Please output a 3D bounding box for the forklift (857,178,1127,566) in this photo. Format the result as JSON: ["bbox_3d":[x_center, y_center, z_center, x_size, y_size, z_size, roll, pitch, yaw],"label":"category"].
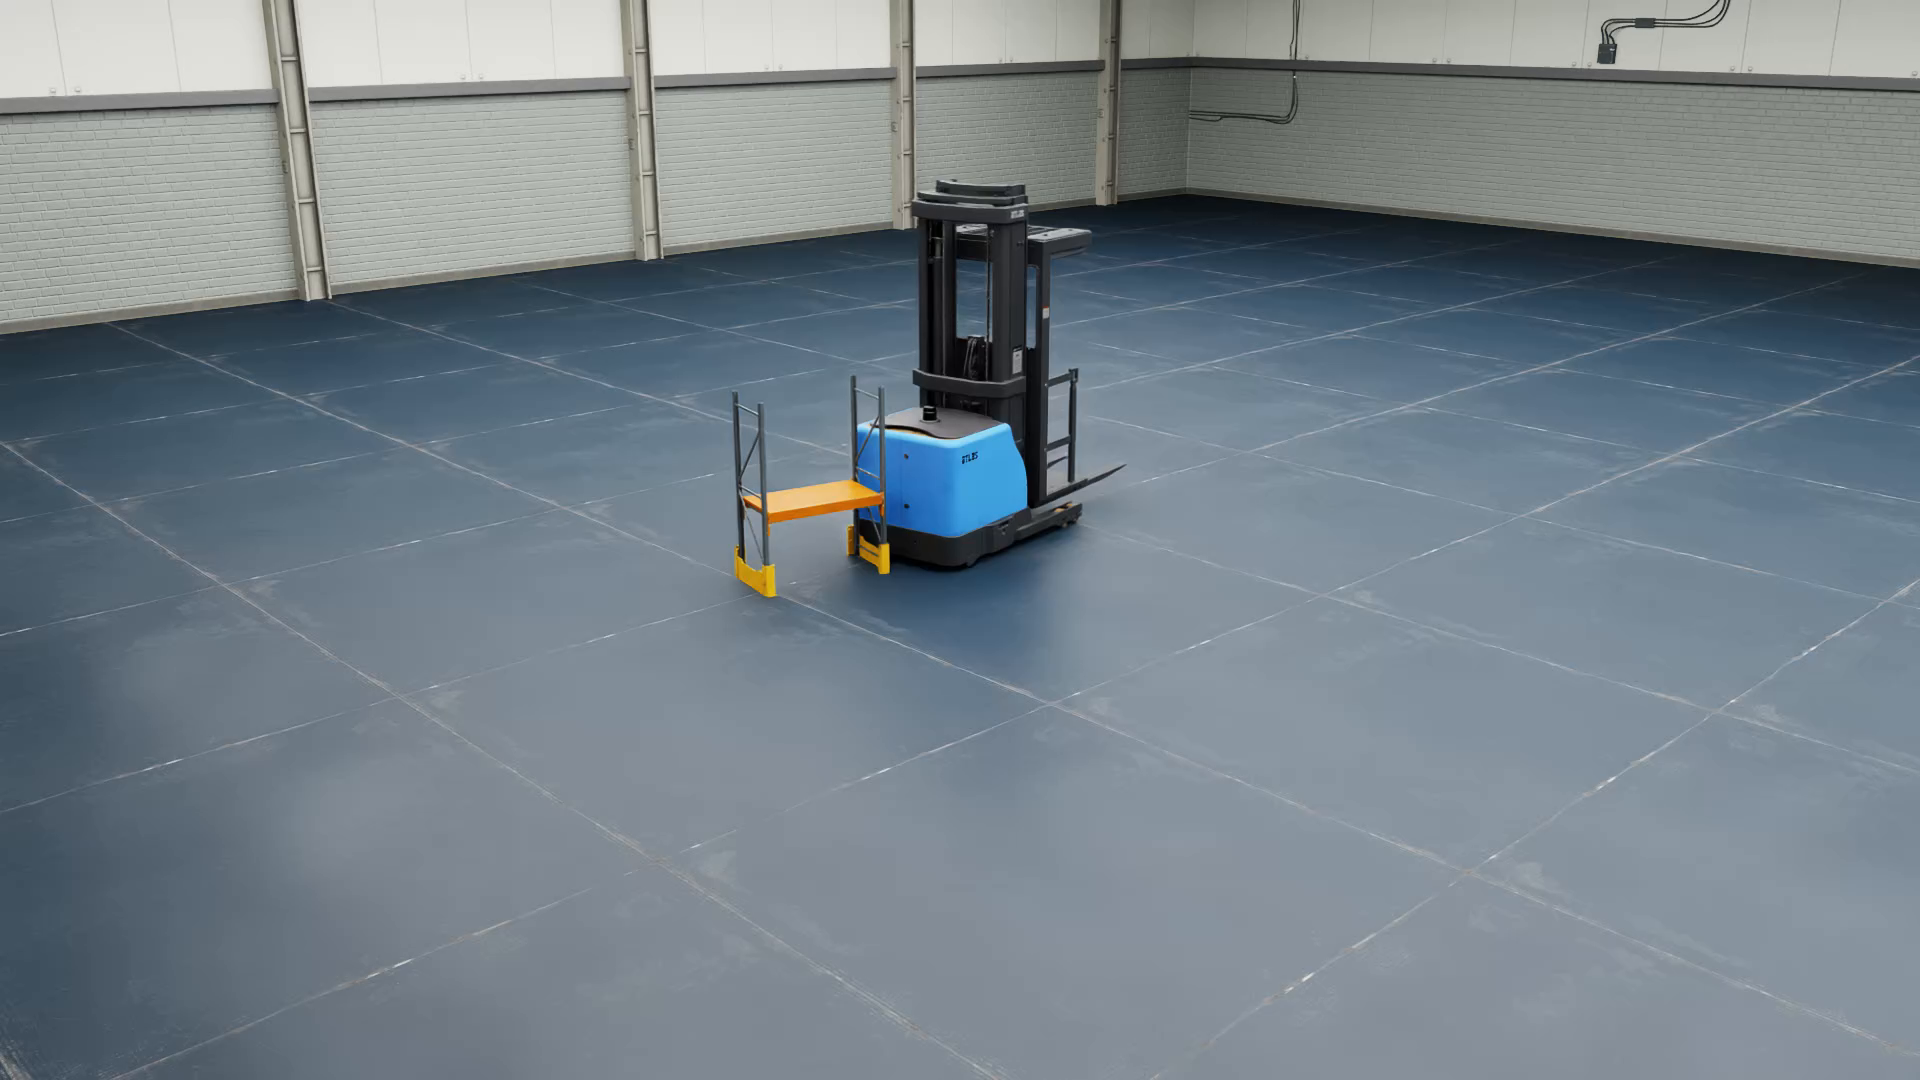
[{"bbox_3d":[0.404,-1.578,14.101,1.130,2.935,3.031,12,22,33],"label":"forklift"}]

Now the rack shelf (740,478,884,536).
[{"bbox_3d":[-1.154,-0.267,12.960,1.000,0.185,0.538,-11,21,-30],"label":"rack shelf"}]

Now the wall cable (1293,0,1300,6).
[{"bbox_3d":[8.163,-12.422,34.554,0.112,2.526,3.097,-16,24,-41],"label":"wall cable"}]

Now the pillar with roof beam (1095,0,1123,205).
[{"bbox_3d":[6.213,-10.811,32.737,0.400,9.000,9.100,-16,24,-41],"label":"pillar with roof beam"}]

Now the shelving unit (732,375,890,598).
[{"bbox_3d":[-1.162,-0.437,12.900,1.083,1.500,0.587,-11,21,-30],"label":"shelving unit"}]

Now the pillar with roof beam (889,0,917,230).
[{"bbox_3d":[1.853,-9.539,28.816,0.400,9.000,9.100,-16,24,-41],"label":"pillar with roof beam"}]

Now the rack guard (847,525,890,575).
[{"bbox_3d":[-0.738,0.077,13.341,0.087,0.250,0.587,-11,21,-30],"label":"rack guard"}]

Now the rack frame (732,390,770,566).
[{"bbox_3d":[-1.587,-0.356,12.651,0.032,1.500,0.500,-11,21,-30],"label":"rack frame"}]

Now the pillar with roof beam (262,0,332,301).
[{"bbox_3d":[-6.866,-6.996,20.973,0.400,9.000,9.100,-16,24,-41],"label":"pillar with roof beam"}]

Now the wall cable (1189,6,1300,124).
[{"bbox_3d":[6.305,-10.626,37.203,0.112,2.526,3.097,-16,24,-41],"label":"wall cable"}]

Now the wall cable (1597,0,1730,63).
[{"bbox_3d":[12.815,-11.590,29.627,0.169,6.003,2.305,-16,24,-41],"label":"wall cable"}]

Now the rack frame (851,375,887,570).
[{"bbox_3d":[-0.721,-0.520,13.158,0.032,1.500,0.500,-11,21,-30],"label":"rack frame"}]

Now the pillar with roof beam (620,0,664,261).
[{"bbox_3d":[-2.506,-8.268,24.894,0.400,9.000,9.100,-16,24,-41],"label":"pillar with roof beam"}]

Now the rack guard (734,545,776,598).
[{"bbox_3d":[-1.586,0.238,12.845,0.087,0.250,0.587,-11,21,-30],"label":"rack guard"}]
